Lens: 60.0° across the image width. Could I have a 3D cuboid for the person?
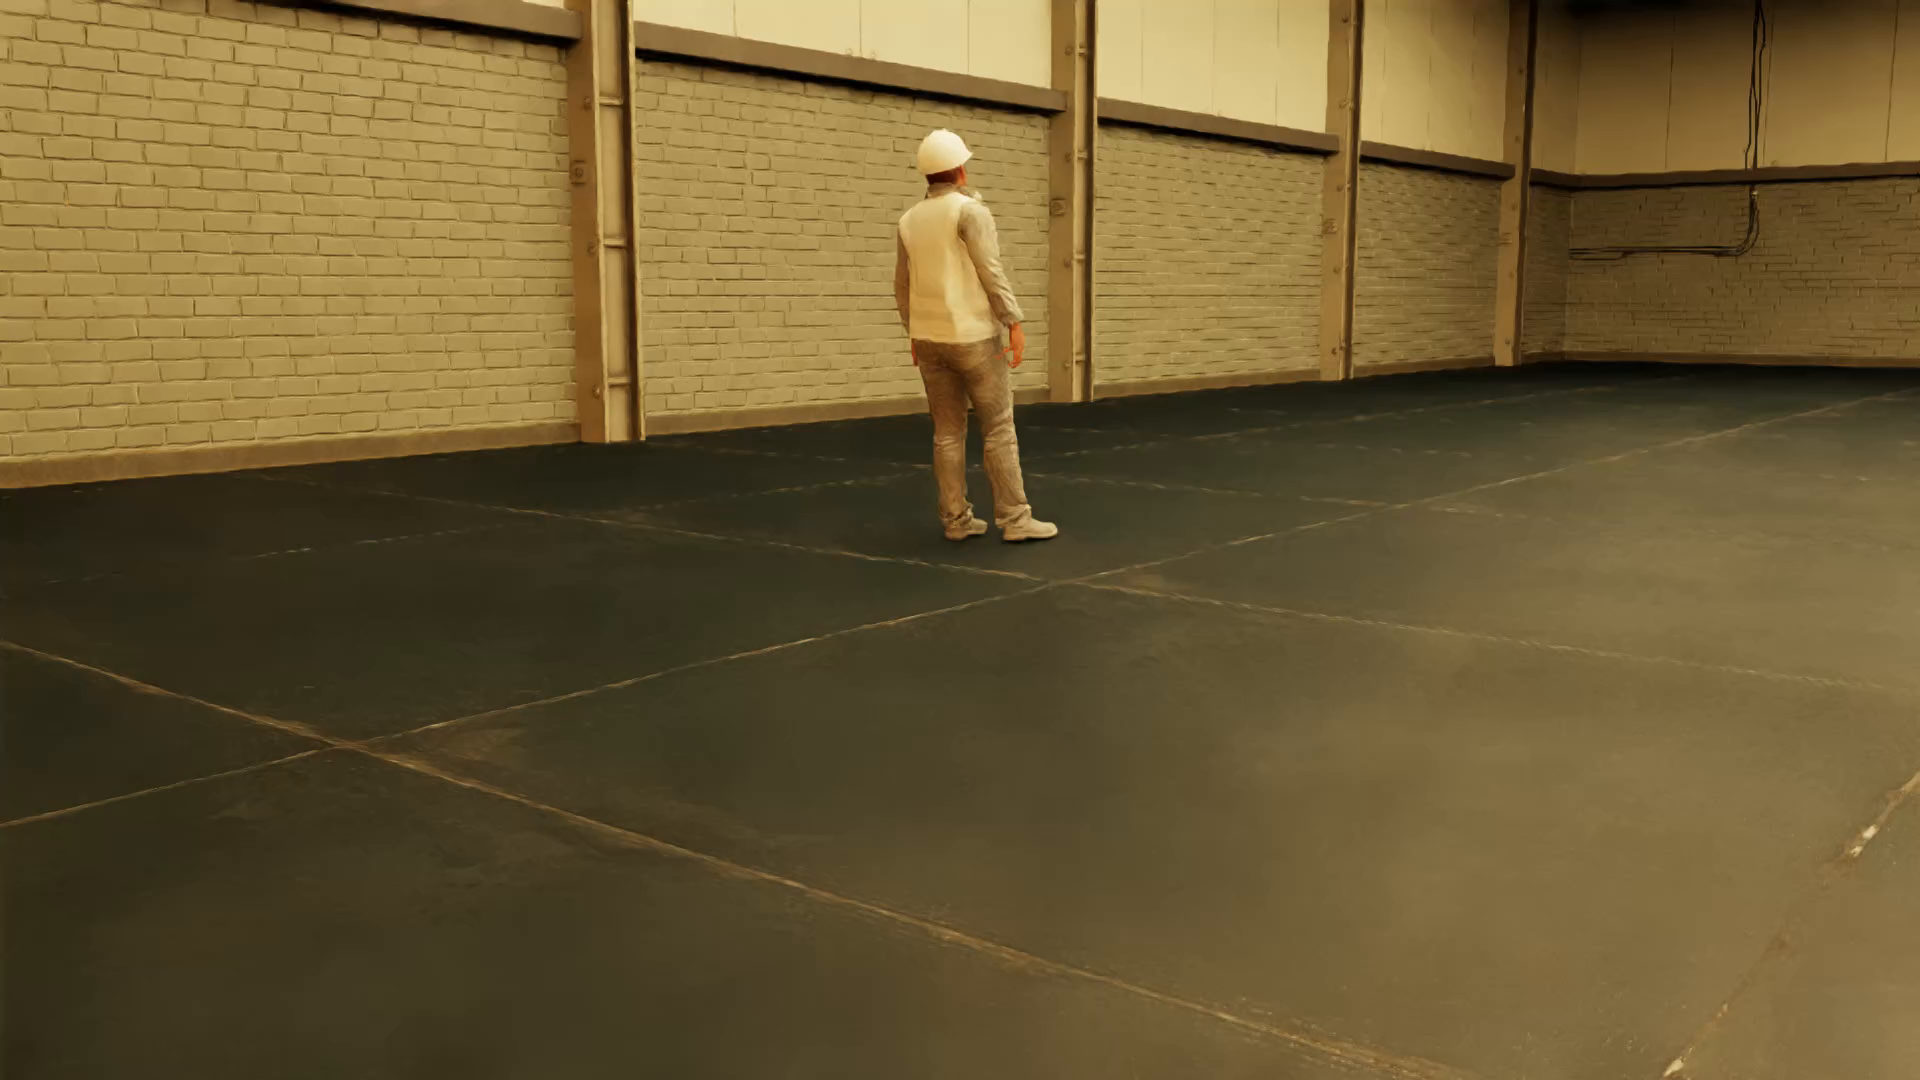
[{"bbox_3d":[0.047,-0.891,7.320,0.632,1.773,0.563,7,11,38],"label":"person"}]
